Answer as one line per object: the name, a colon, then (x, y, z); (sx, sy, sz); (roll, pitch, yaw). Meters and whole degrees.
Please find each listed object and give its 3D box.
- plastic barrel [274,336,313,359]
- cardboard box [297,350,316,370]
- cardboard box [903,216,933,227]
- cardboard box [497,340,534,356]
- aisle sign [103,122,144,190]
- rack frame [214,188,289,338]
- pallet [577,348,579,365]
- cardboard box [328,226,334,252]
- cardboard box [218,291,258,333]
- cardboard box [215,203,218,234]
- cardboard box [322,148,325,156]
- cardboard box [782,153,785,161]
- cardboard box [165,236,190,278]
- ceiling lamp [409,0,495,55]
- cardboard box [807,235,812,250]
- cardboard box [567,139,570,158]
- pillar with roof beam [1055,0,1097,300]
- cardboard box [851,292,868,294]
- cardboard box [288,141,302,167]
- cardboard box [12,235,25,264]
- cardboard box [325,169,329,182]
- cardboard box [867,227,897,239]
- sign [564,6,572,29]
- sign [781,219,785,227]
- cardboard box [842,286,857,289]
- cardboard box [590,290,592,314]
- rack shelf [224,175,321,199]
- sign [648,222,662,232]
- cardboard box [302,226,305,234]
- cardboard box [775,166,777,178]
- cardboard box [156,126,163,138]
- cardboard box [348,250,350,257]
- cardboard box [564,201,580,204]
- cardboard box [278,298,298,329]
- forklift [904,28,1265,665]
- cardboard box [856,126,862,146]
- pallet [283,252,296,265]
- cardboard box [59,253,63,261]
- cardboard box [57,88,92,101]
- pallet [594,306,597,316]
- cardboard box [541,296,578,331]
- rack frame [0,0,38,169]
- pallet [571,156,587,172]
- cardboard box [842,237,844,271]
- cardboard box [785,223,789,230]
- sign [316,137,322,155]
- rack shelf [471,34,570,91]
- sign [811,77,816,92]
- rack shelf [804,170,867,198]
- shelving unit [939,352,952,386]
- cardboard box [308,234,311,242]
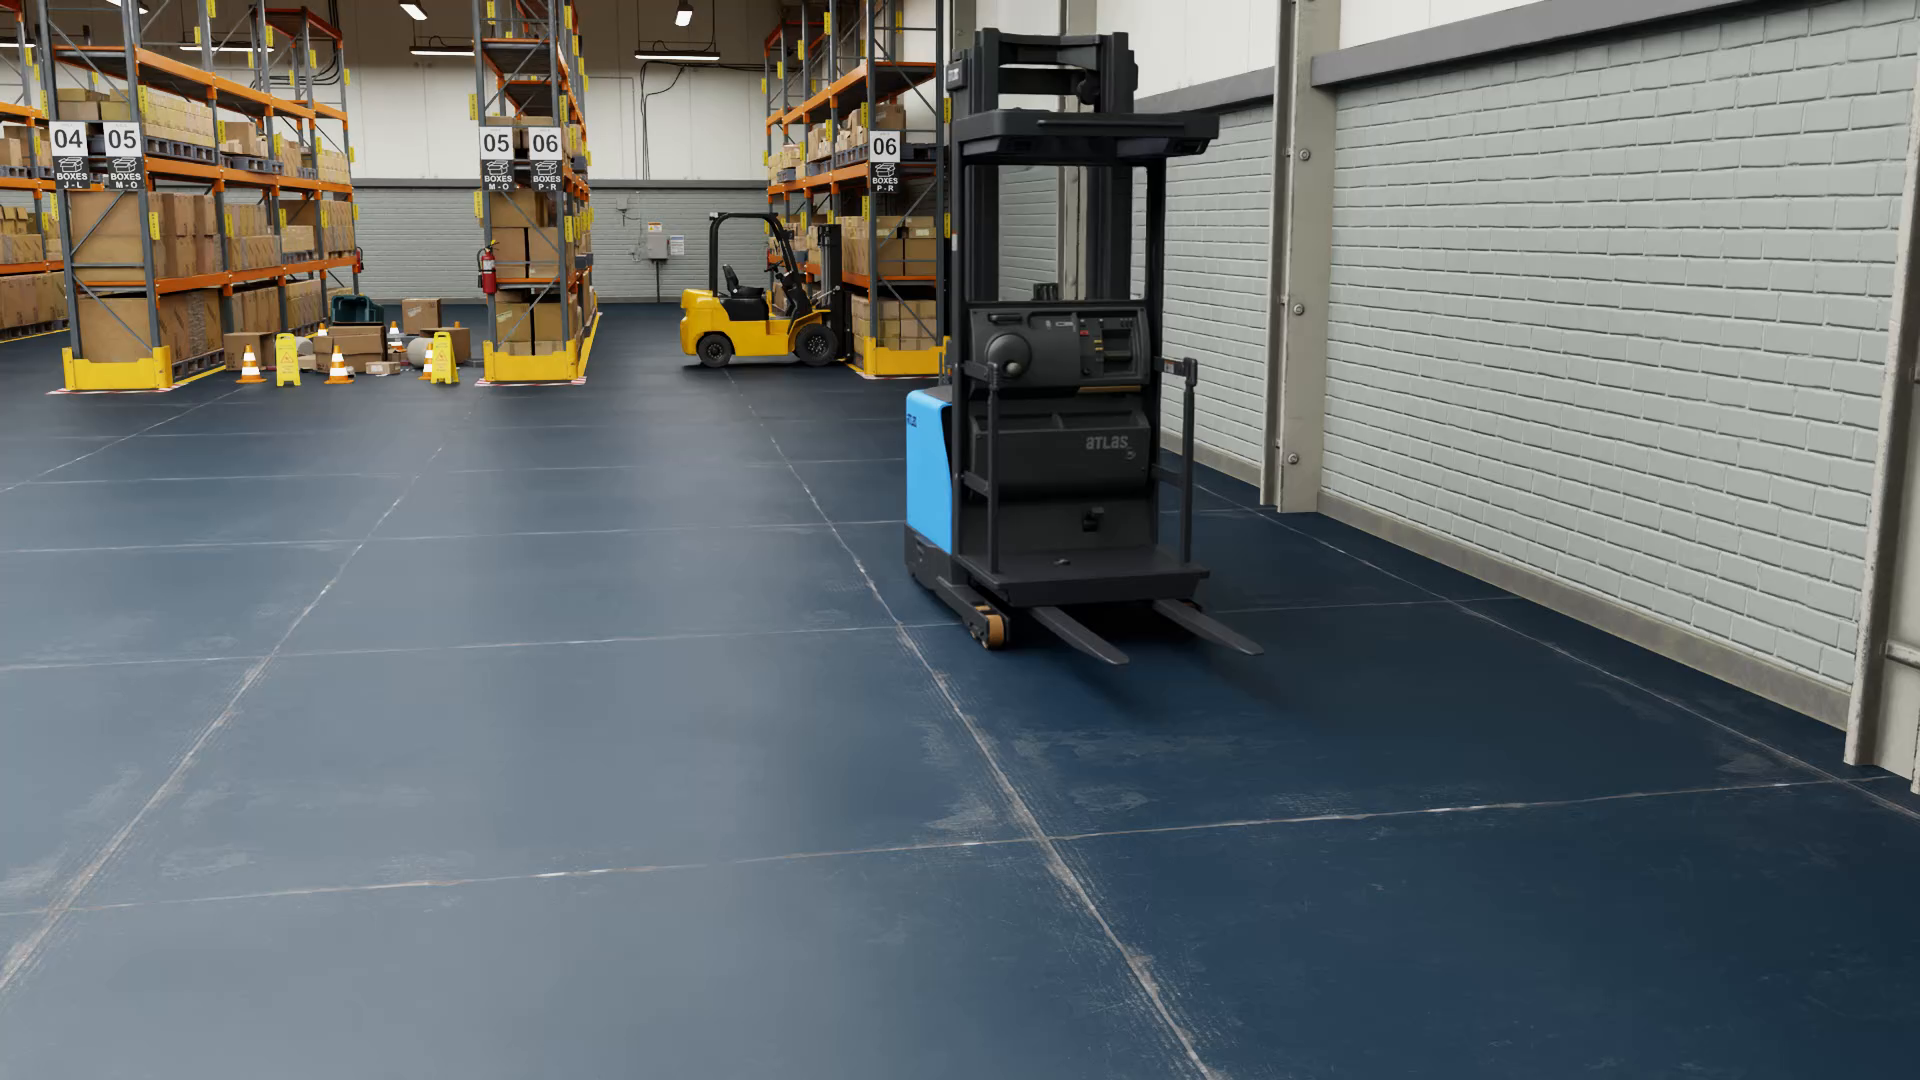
plastic barrel: (-9.473, -2.683, 23.660); (0.512, 0.421, 0.421); (6, 12, 28)
cardboard box: (-9.058, -2.509, 23.171); (0.396, 0.266, 0.258); (0, 11, -1)
cardboard box: (-0.572, -4.330, 22.627); (0.380, 0.149, 0.250); (-2, 11, -12)
cardboard box: (-6.011, -2.564, 22.377); (0.500, 0.250, 0.500); (-2, 11, -11)
aisle sign: (-10.113, -4.642, 20.111); (0.394, 0.787, 0.004); (-2, 11, -11)
rack frame: (-11.977, -4.834, 28.074); (1.000, 3.000, 0.127); (-2, 11, -11)
pallet: (-5.957, -2.583, 23.705); (1.003, 0.211, 1.213); (-2, 11, -11)
cardboard box: (-12.707, -5.954, 32.892); (0.500, 0.500, 0.500); (-2, 11, -11)
cardboard box: (-11.591, -3.490, 25.902); (1.050, 0.750, 0.750); (-2, 11, -11)
cardboard box: (-11.301, -4.732, 24.594); (0.700, 0.500, 0.500); (-2, 11, -12)
cardboard box: (-12.704, -7.616, 32.663); (0.380, 0.149, 0.250); (-2, 11, -13)
cardboard box: (-3.293, -7.534, 32.723); (0.380, 0.149, 0.250); (-2, 11, -12)
cardboard box: (-10.651, -3.715, 21.789); (0.875, 0.550, 0.550); (-2, 11, -11)
ceiling lamp: (-11.597, -12.719, 37.842); (2.000, 3.185, 0.800); (-2, 11, -11)
cardboard box: (-2.450, -5.295, 29.557); (0.500, 0.250, 0.500); (-2, 11, -11)
cardboard box: (-5.914, -5.682, 24.108); (0.500, 0.250, 0.500); (-2, 11, -12)
pillar with roof beam: (-3.024, -5.598, 16.038); (9.100, 9.000, 0.400); (-2, 11, -11)
cardboard box: (-1.619, -3.633, 25.318); (0.500, 0.250, 0.500); (-2, 11, -11)
cardboard box: (-12.789, -7.224, 31.213); (0.700, 0.500, 0.500); (-2, 11, -11)
cardboard box: (-17.083, -5.193, 29.690); (0.500, 0.500, 0.500); (-2, 11, -12)
cardboard box: (-12.692, -7.154, 32.639); (0.500, 0.250, 0.500); (-2, 11, -12)
cardboard box: (-1.059, -4.168, 22.571); (0.380, 0.149, 0.250); (-2, 11, -10)
sign: (-5.827, -7.761, 24.693); (0.100, 0.325, 0.005); (-2, 11, -11)
sign: (-3.581, -6.352, 33.731); (0.100, 0.325, 0.005); (-2, 11, -11)
cardboard box: (-2.068, -4.618, 30.765); (0.380, 0.149, 0.250); (-2, 11, -8)
cardboard box: (-7.936, -4.833, 33.797); (0.875, 0.438, 0.875); (-2, 11, -12)
rack shelf: (-12.366, -6.321, 29.788); (1.077, 0.370, 4.000); (-2, 11, -11)
sign: (-7.822, -8.025, 42.627); (0.339, 0.242, 0.001); (-2, 11, -11)
cardboard box: (-12.332, -5.732, 30.746); (0.380, 0.149, 0.250); (-2, 11, -11)
cardboard box: (-3.681, -7.855, 35.528); (0.500, 0.250, 0.500); (-2, 11, -12)
cardboard box: (-10.271, -5.140, 20.938); (0.380, 0.149, 0.250); (-2, 11, -11)
cardboard box: (-13.180, -6.082, 35.299); (0.380, 0.149, 0.250); (-2, 11, -11)
cardboard box: (-7.725, -6.693, 33.162); (0.380, 0.149, 0.250); (-2, 11, -12)
cardboard box: (-11.864, -3.952, 28.999); (0.500, 0.500, 0.500); (-3, 11, -13)
forklift: (0.562, -1.001, 8.116); (1.130, 2.935, 3.031); (-3, 11, -15)
cardboard box: (-1.225, -5.597, 23.029); (0.396, 0.266, 0.258); (-2, 11, -11)
pallet: (-12.220, -4.867, 28.758); (1.213, 0.211, 1.003); (-2, 11, -11)
cardboard box: (-17.474, -5.446, 31.957); (0.380, 0.149, 0.250); (-2, 11, -9)
cardboard box: (-10.819, -5.414, 20.245); (0.380, 0.149, 0.250); (-2, 11, -10)
pallet: (-8.464, -4.987, 36.331); (1.003, 0.211, 1.213); (-2, 11, -11)
cardboard box: (-5.783, -3.238, 23.910); (0.500, 0.500, 0.500); (-2, 11, -8)
rack frame: (-17.639, -8.353, 30.517); (1.000, 3.000, 0.127); (-2, 11, -11)
pallet: (-6.378, -5.798, 25.615); (1.213, 0.211, 1.003); (-2, 11, -11)
cardboard box: (-1.547, -4.344, 25.229); (0.500, 0.500, 0.500); (-2, 11, -10)
cardboard box: (-3.075, -6.011, 32.867); (0.700, 0.500, 0.500); (-2, 11, -10)
sign: (-12.211, -7.510, 31.672); (0.100, 0.325, 0.005); (-2, 11, -11)
rack shelf: (-5.974, -6.525, 22.842); (1.077, 0.370, 4.000); (-2, 11, -11)
sign: (-3.280, -10.182, 37.201); (0.100, 0.325, 0.005); (-2, 11, -11)
rack shelf: (-1.884, -5.968, 27.929); (1.077, 0.370, 4.000); (-2, 11, -11)
shelving unit: (0.003, -0.587, 10.570); (0.258, 1.200, 0.189); (-2, 11, -11)
cardboard box: (-12.431, -5.683, 31.285); (0.380, 0.149, 0.250); (-2, 11, -11)
